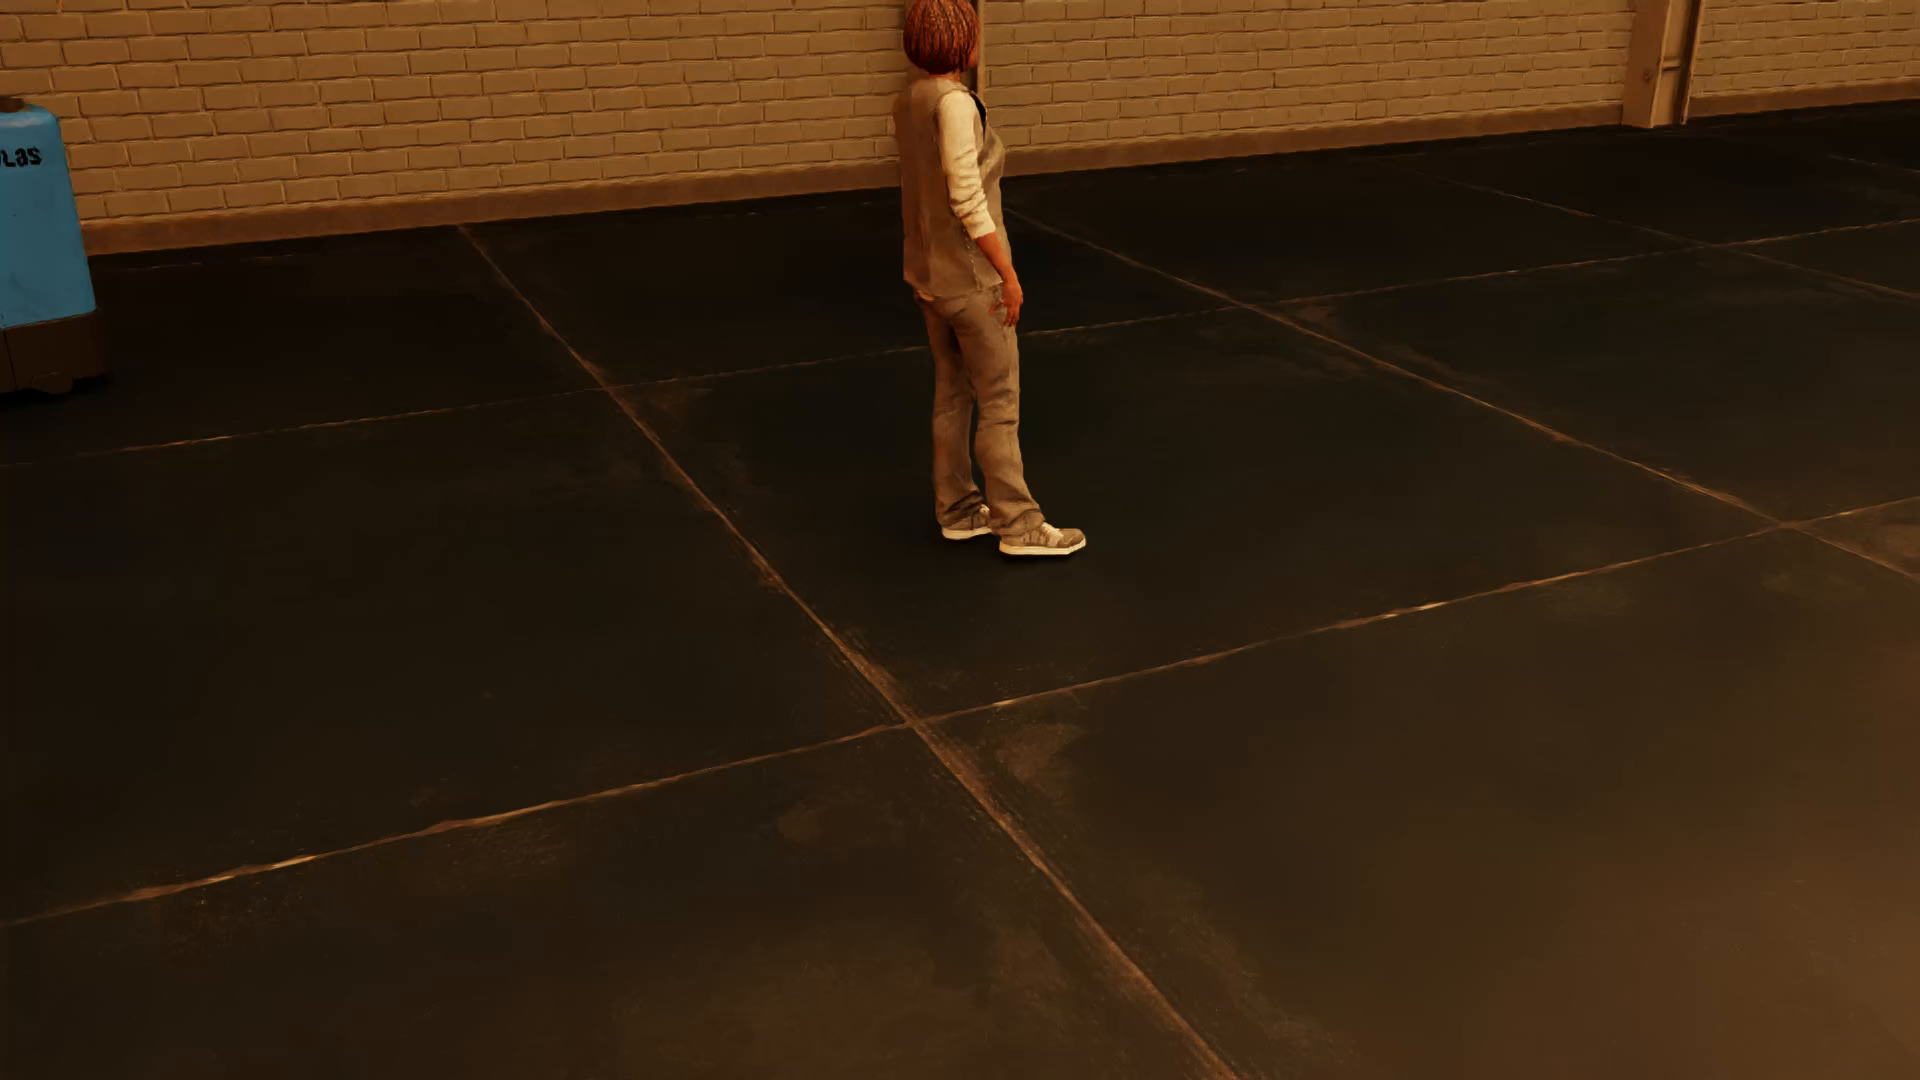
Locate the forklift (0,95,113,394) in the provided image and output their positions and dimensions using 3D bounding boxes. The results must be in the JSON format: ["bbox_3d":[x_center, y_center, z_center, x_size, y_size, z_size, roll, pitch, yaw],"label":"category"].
[{"bbox_3d":[-4.729,-1.683,5.338,1.130,2.935,3.031,21,30,41],"label":"forklift"}]

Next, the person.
[{"bbox_3d":[0.073,-0.751,4.815,0.474,1.597,0.521,-10,25,-23],"label":"person"}]
